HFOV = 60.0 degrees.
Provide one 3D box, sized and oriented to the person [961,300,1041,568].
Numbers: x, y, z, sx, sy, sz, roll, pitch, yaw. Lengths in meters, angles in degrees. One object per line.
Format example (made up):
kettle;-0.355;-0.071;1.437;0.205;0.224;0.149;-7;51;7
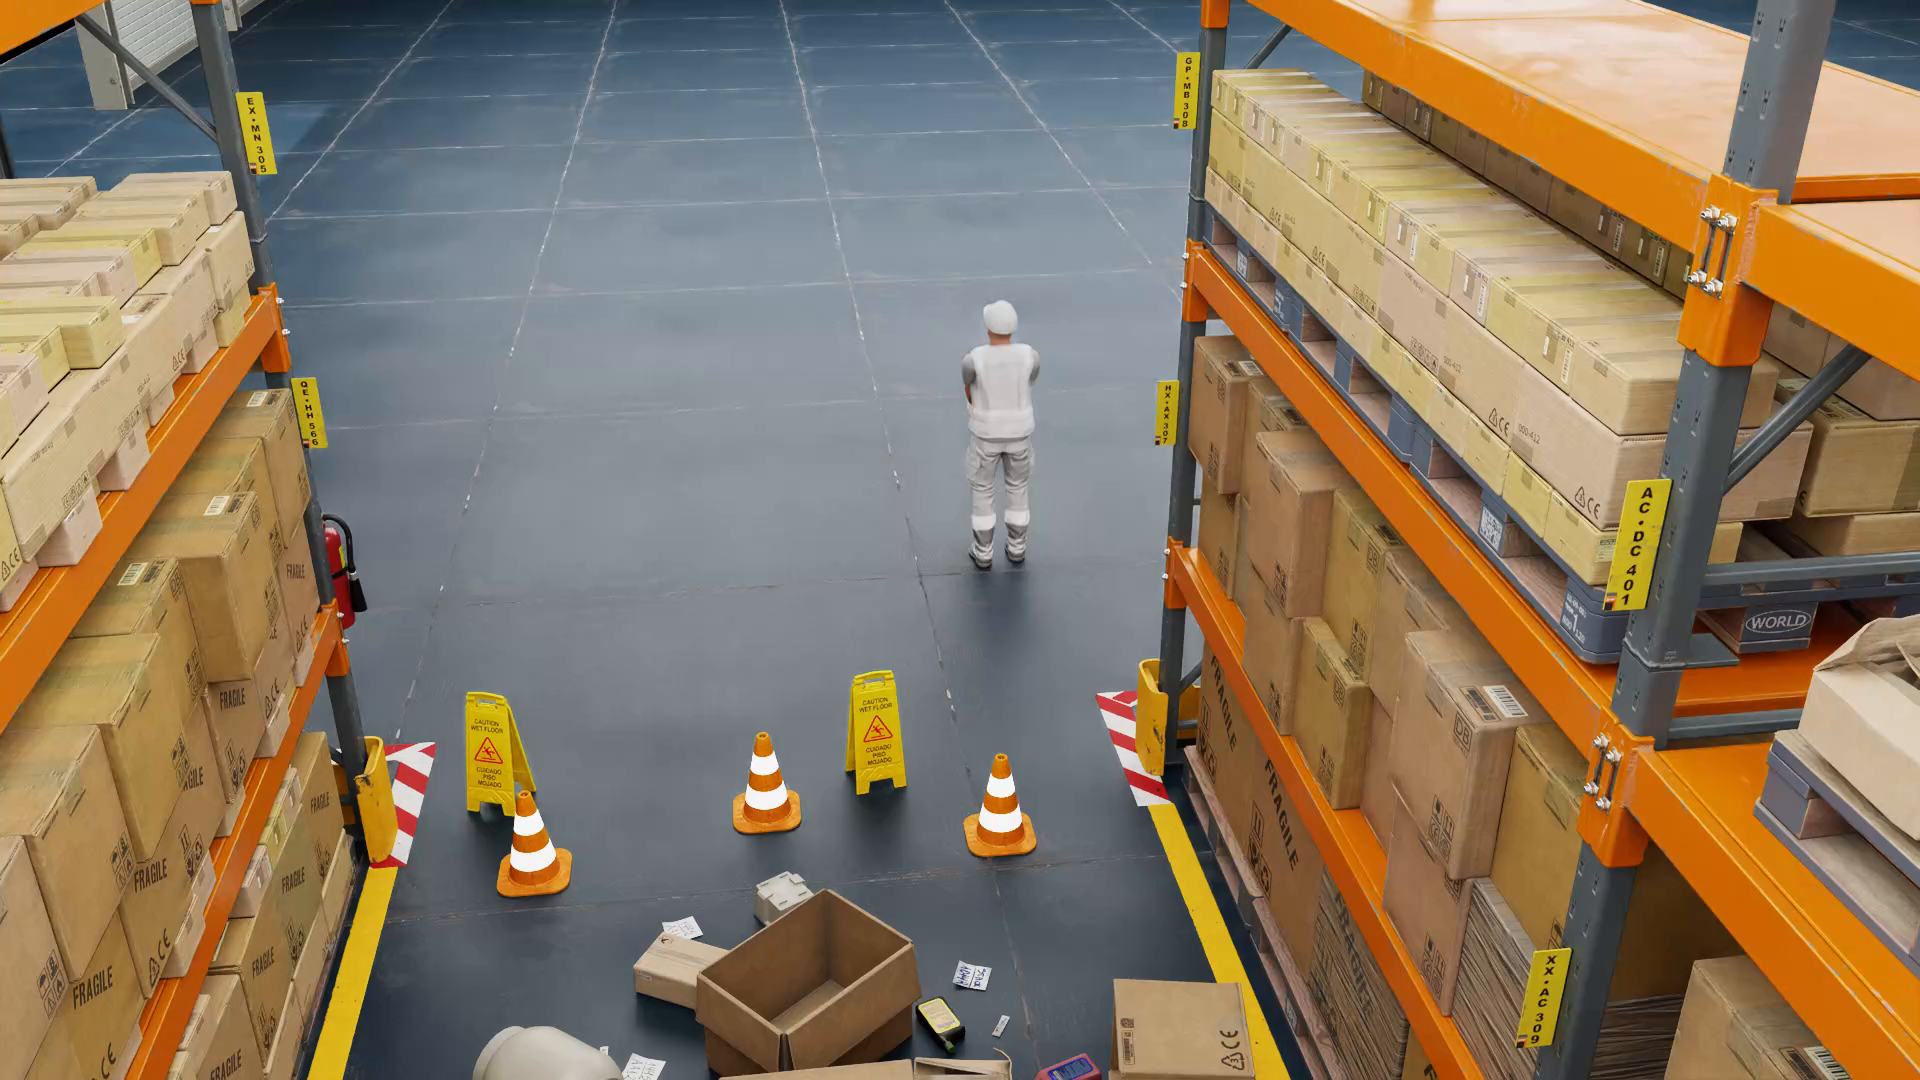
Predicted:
person;0.235;-0.707;10.479;0.493;1.782;0.561;-3;27;-6
